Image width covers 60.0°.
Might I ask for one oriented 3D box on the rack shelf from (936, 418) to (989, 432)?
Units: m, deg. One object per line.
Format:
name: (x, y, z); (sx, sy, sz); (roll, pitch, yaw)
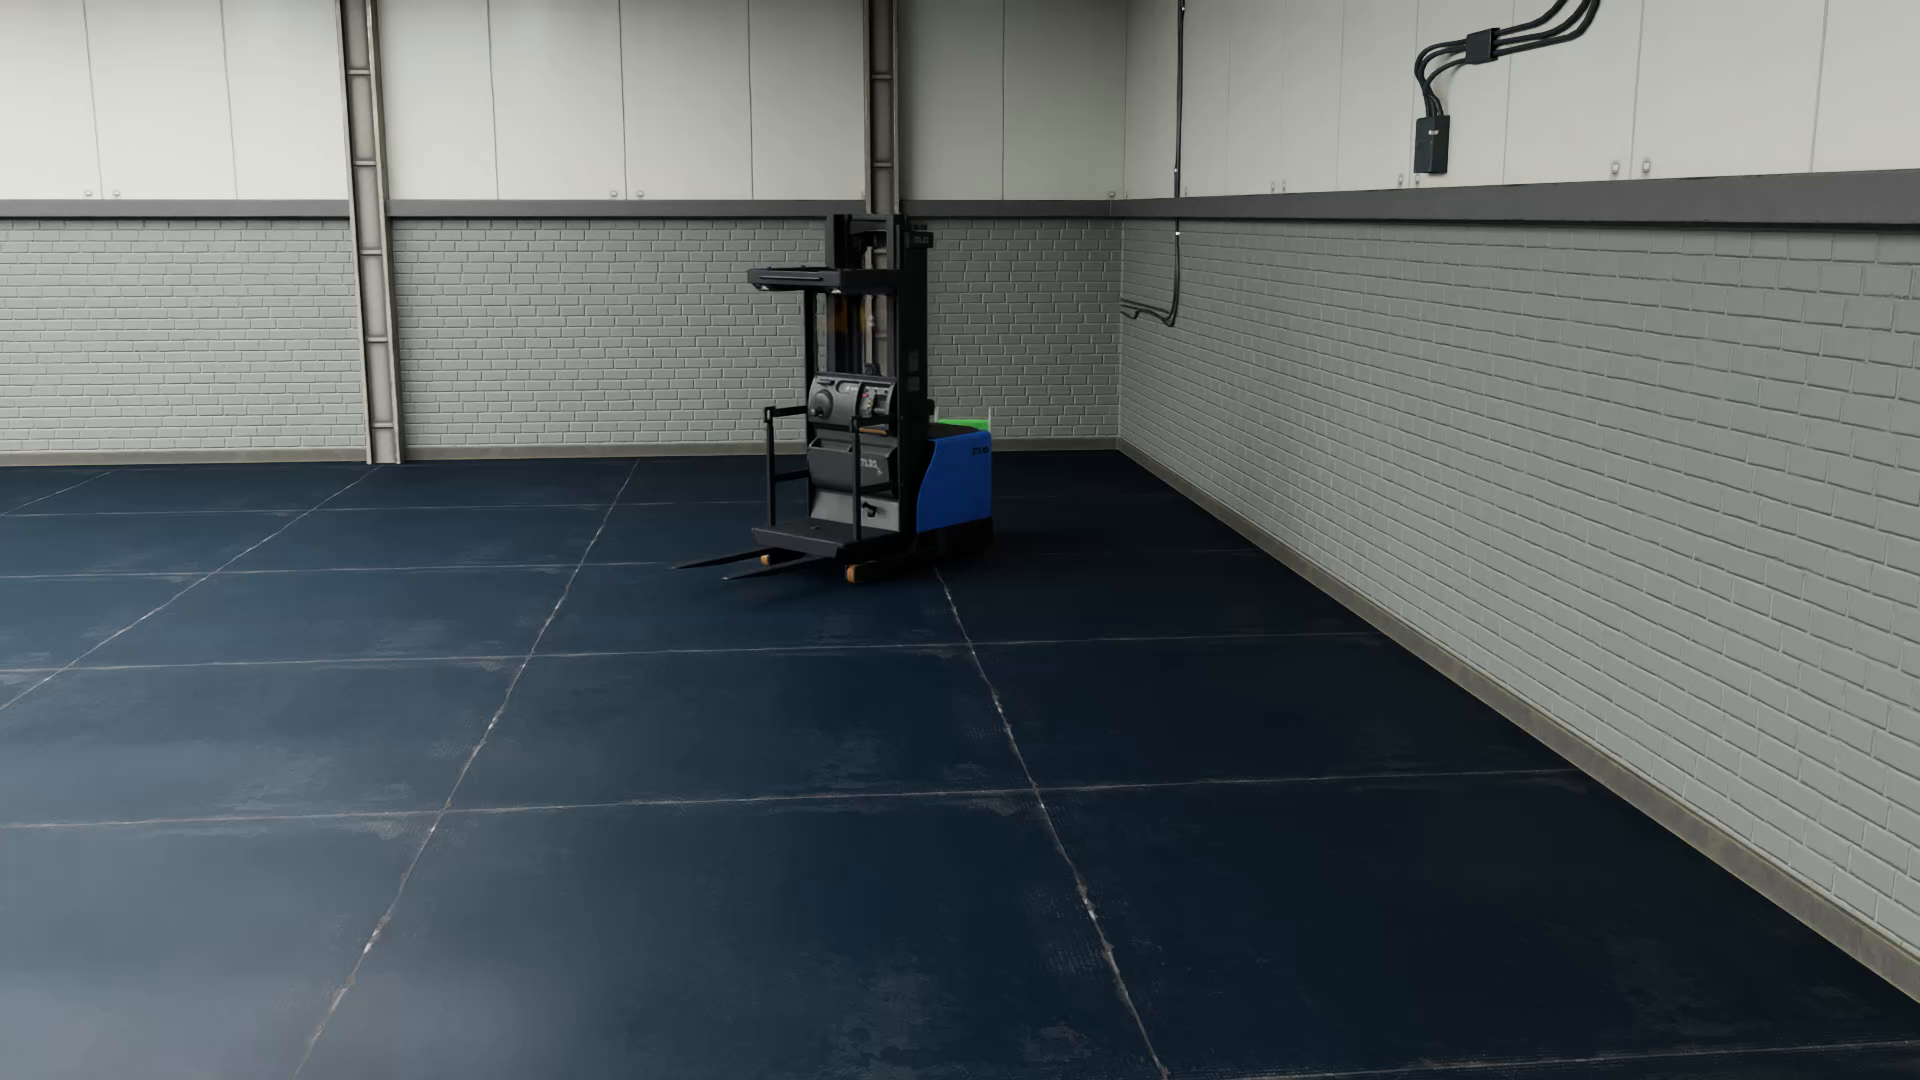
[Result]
rack shelf: (0.026, -1.025, 15.198); (0.480, 0.148, 0.258); (1, 11, 3)

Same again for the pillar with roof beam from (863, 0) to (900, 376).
pillar with roof beam: (-0.475, -4.655, 15.600); (0.400, 9.000, 9.100); (-1, 11, -6)

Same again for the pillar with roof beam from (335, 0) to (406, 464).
pillar with roof beam: (-6.440, -4.530, 14.964); (0.400, 9.000, 9.100); (-1, 11, -6)

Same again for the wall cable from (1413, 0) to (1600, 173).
wall cable: (3.141, -5.136, 9.231); (0.169, 6.003, 2.305); (-1, 11, -6)

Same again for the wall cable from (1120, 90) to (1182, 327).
wall cable: (2.131, -3.765, 19.121); (0.112, 2.526, 3.097); (-1, 11, -6)

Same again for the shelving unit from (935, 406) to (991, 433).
shelving unit: (0.026, -0.617, 15.278); (0.503, 1.200, 0.258); (1, 11, 3)

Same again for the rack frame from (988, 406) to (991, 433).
rack frame: (0.270, -0.615, 15.266); (0.015, 1.200, 0.240); (1, 11, 3)

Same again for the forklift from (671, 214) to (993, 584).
forklift: (-1.039, -1.189, 13.702); (1.130, 2.935, 3.031); (9, 14, 39)

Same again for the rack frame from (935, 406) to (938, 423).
rack frame: (-0.217, -0.619, 15.290); (0.015, 1.200, 0.240); (1, 11, 3)

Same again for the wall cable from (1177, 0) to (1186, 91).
wall cable: (2.423, -5.724, 15.995); (0.112, 2.526, 3.097); (-1, 11, -6)
